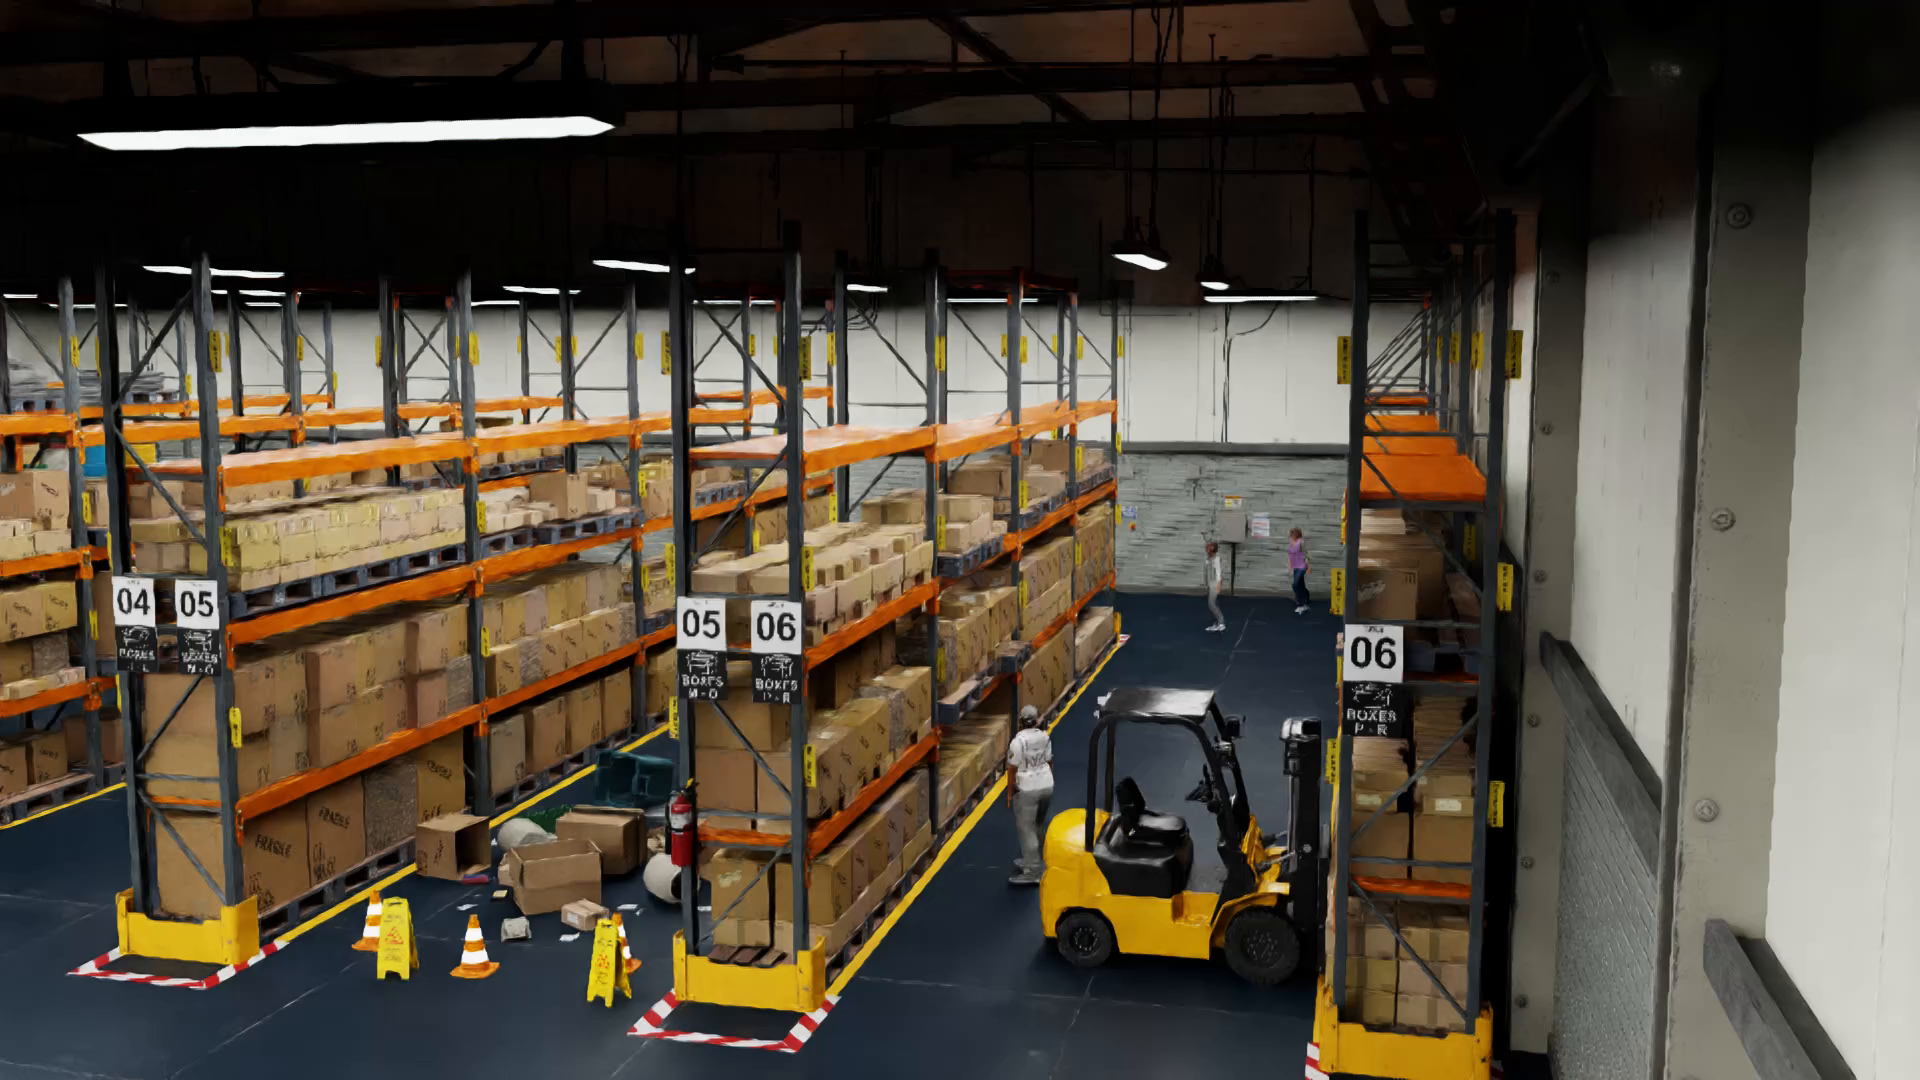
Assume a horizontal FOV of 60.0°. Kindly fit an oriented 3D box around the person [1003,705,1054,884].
[{"bbox_3d":[0.645,2.398,15.922,0.599,1.659,0.556,-7,10,-43],"label":"person"}]

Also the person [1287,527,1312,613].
[{"bbox_3d":[6.444,0.550,31.433,0.466,1.601,0.509,-2,7,-18],"label":"person"}]

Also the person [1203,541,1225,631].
[{"bbox_3d":[4.468,0.813,29.180,0.365,1.592,0.521,-2,7,-12],"label":"person"}]
